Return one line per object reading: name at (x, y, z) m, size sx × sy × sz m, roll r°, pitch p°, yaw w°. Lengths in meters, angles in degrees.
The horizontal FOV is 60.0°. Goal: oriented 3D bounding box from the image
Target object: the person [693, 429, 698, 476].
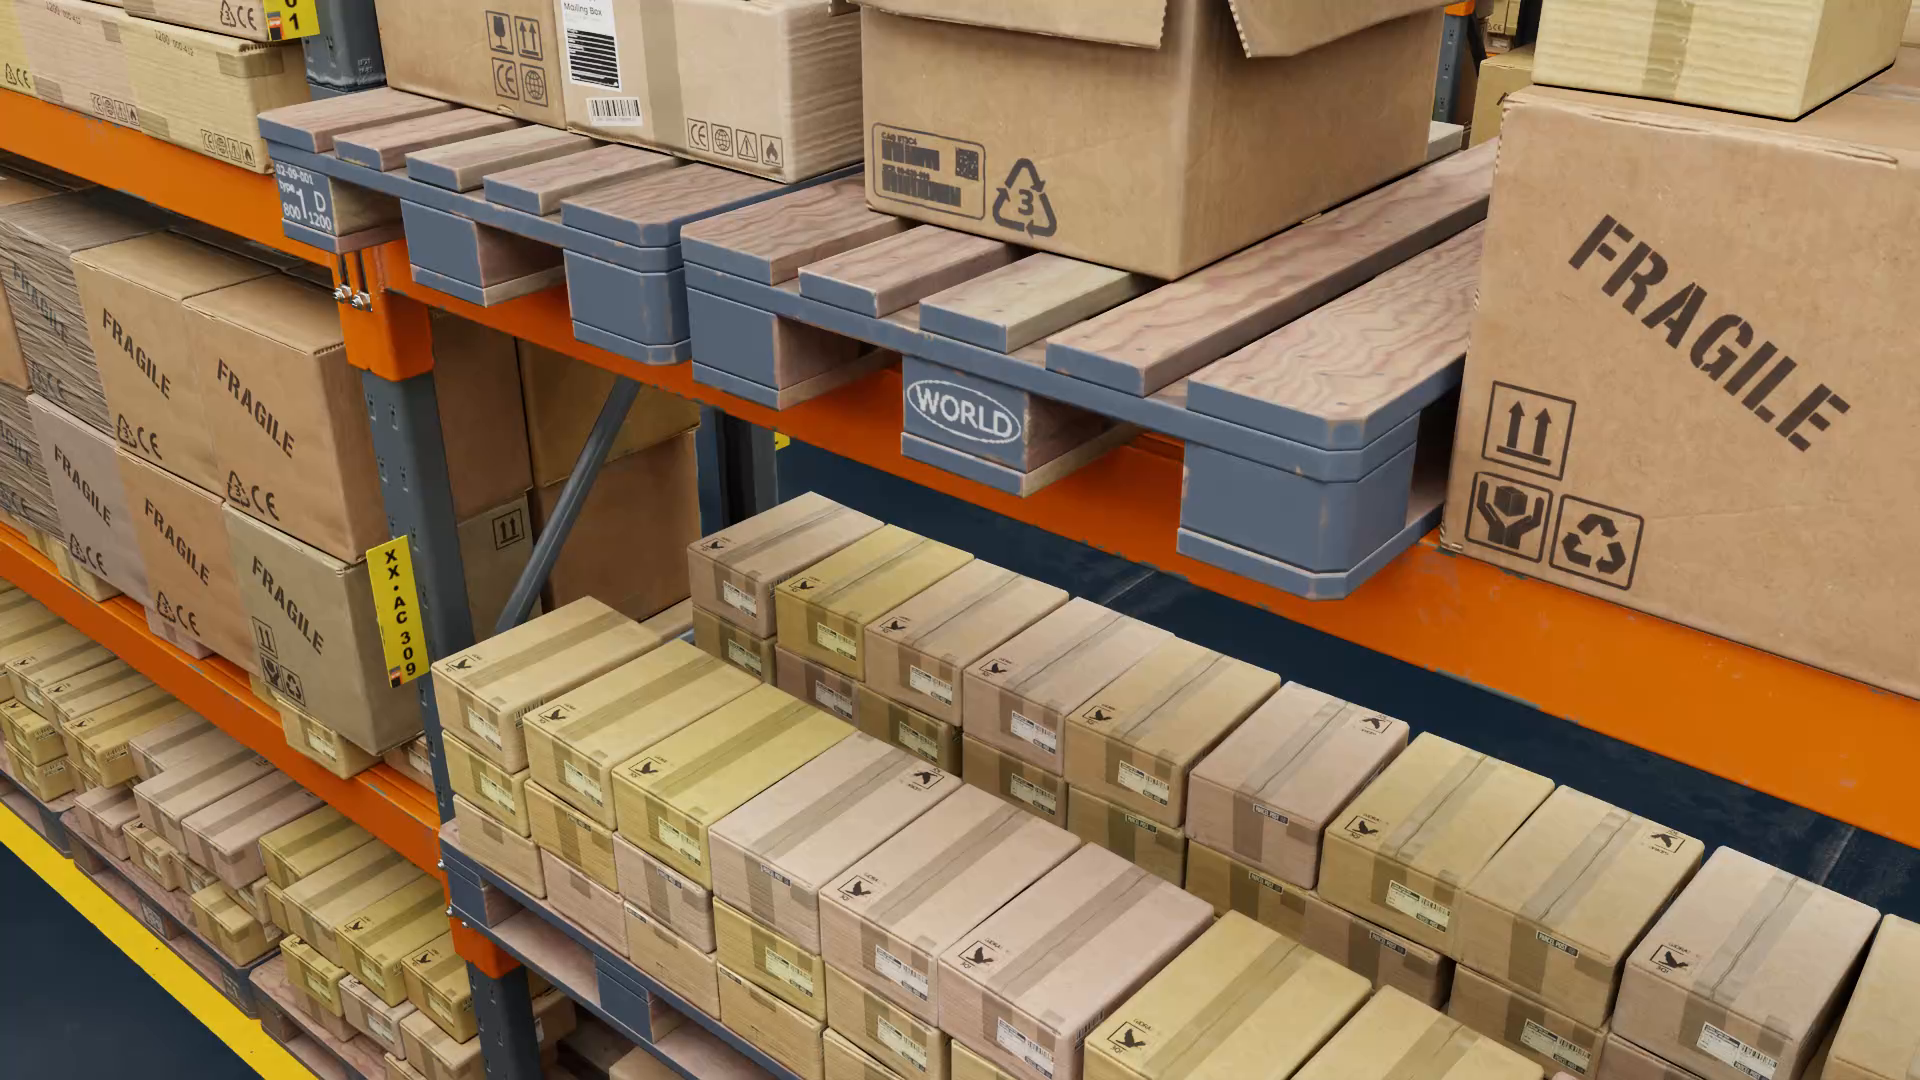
person at (-1.466, -1.046, 8.082) m, size 0.460 × 1.666 × 0.460 m, roll -10°, pitch 29°, yaw -18°
